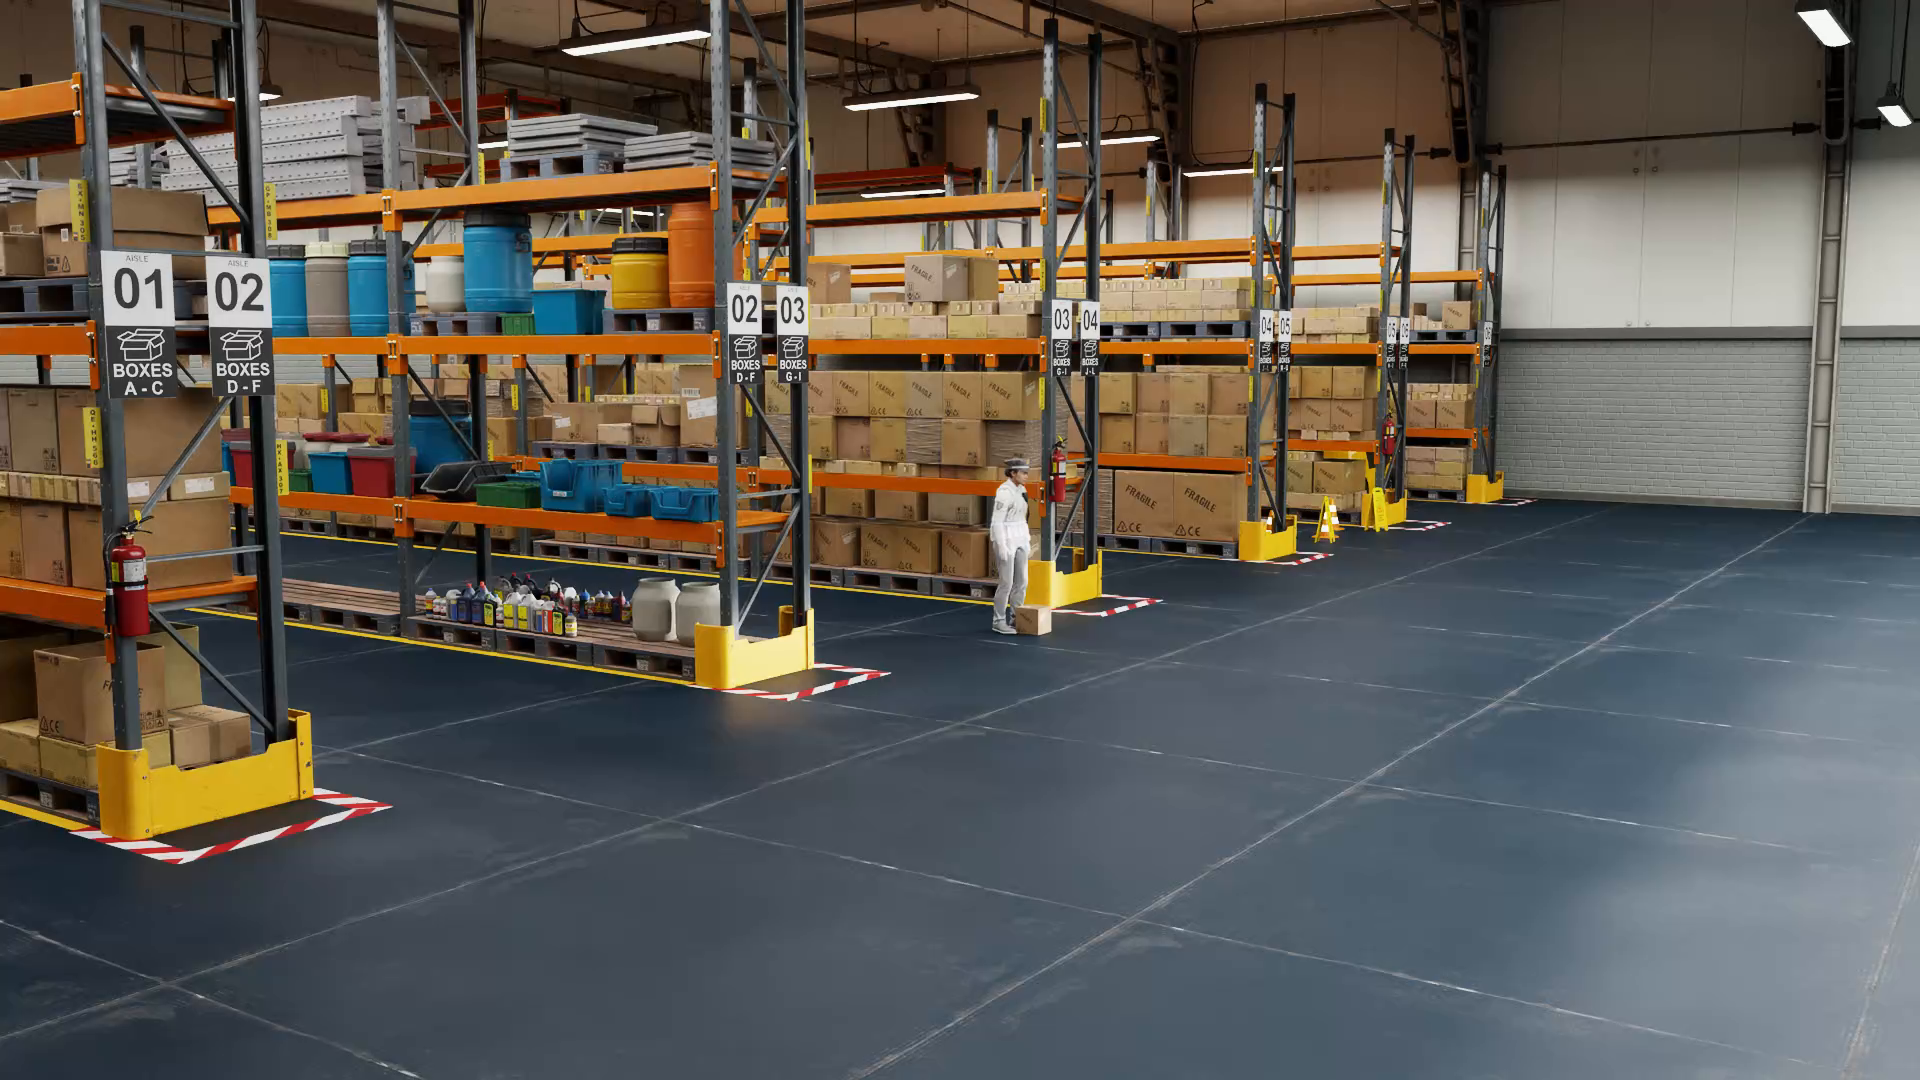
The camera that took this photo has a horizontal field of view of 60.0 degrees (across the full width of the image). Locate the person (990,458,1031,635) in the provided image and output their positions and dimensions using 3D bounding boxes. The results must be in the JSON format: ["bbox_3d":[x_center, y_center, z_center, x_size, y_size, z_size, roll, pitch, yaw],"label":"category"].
[{"bbox_3d":[0.510,0.044,15.903,0.403,1.664,0.528,4,8,34],"label":"person"}]
